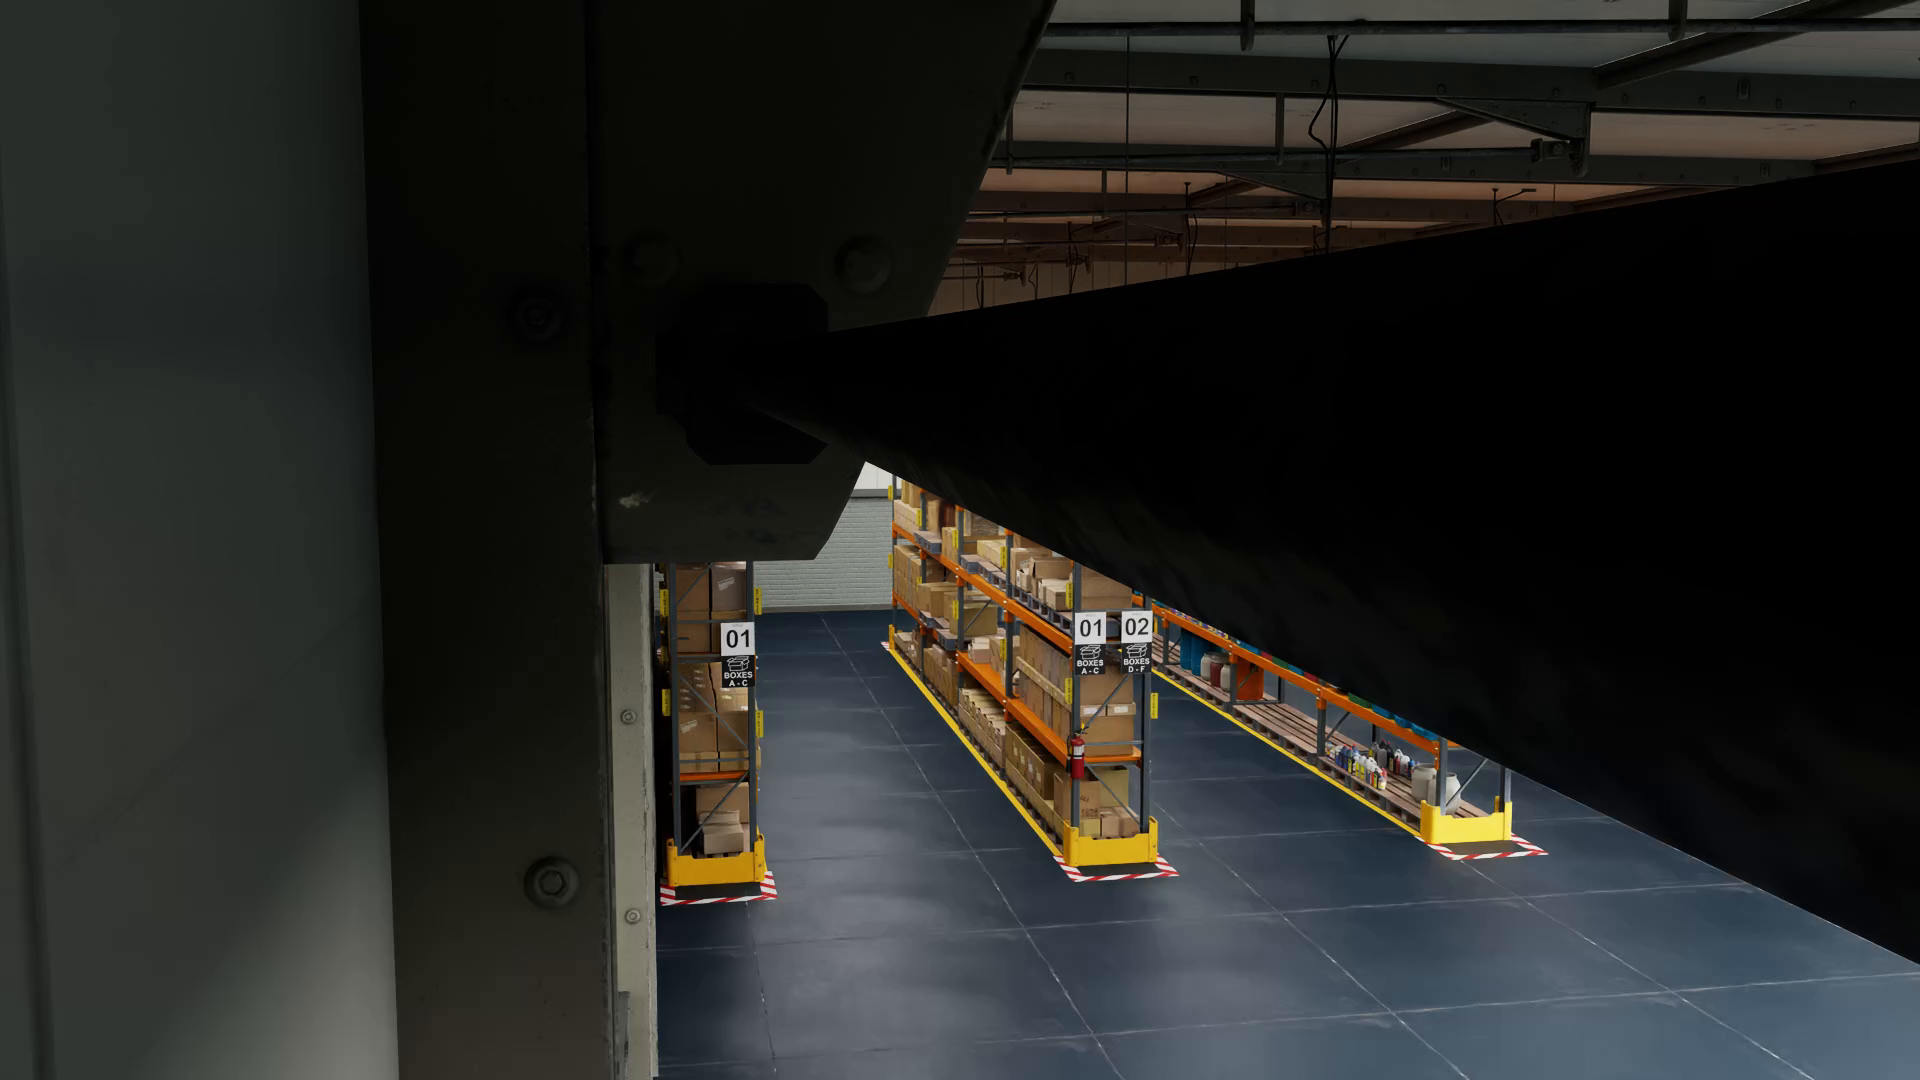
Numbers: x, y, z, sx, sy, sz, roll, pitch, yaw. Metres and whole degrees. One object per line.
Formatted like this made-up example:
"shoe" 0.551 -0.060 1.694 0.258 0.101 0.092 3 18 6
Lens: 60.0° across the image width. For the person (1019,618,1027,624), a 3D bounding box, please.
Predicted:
"person" 1.603 1.148 39.901 0.589 1.813 0.567 -4 7 -31
